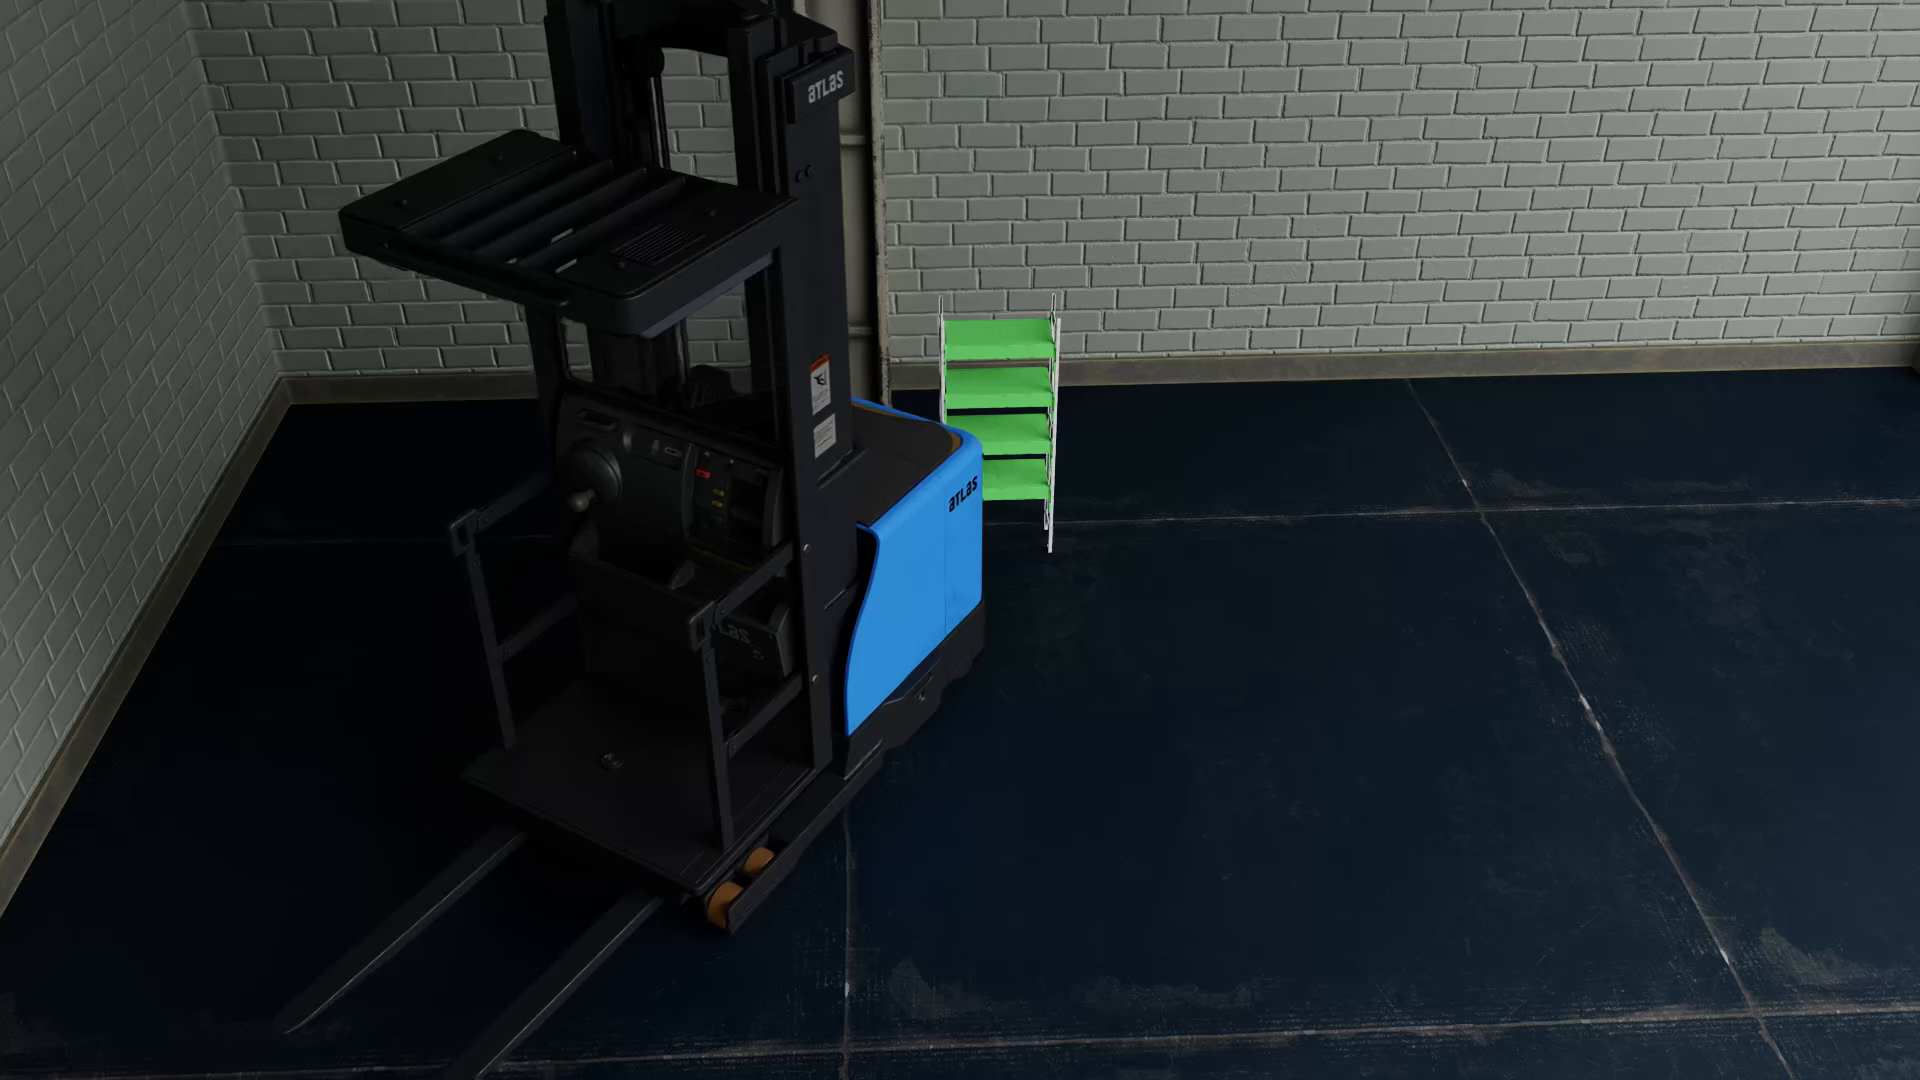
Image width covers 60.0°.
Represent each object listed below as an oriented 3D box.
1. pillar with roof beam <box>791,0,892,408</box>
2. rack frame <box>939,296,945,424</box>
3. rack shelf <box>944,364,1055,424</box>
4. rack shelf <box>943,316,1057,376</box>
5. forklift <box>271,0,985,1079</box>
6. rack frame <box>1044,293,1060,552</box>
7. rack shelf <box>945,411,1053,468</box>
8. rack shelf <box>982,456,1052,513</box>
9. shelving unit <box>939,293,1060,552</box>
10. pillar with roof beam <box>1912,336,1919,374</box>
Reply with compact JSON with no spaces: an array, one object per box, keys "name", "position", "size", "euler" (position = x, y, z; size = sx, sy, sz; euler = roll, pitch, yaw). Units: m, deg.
[{"name":"pillar with roof beam","position":[-0.360,-1.984,2.709],"size":[0.400,9.000,9.100],"euler":[-2,35,-2]},{"name":"rack frame","position":[-0.078,-0.491,7.406],"size":[0.015,1.200,0.240],"euler":[-2,35,-2]},{"name":"rack shelf","position":[0.165,-0.643,7.315],"size":[0.480,0.148,0.258],"euler":[-2,35,-2]},{"name":"rack shelf","position":[0.165,-0.840,7.178],"size":[0.480,0.148,0.258],"euler":[-2,35,-2]},{"name":"forklift","position":[-1.083,-0.150,5.391],"size":[1.130,2.935,3.031],"euler":[19,39,25]},{"name":"rack frame","position":[0.409,-0.504,7.425],"size":[0.015,1.200,0.240],"euler":[-2,35,-2]},{"name":"rack shelf","position":[0.165,-0.445,7.451],"size":[0.480,0.148,0.258],"euler":[-2,35,-2]},{"name":"rack shelf","position":[0.165,-0.248,7.588],"size":[0.480,0.148,0.258],"euler":[-2,35,-2]},{"name":"shelving unit","position":[0.165,-0.498,7.415],"size":[0.503,1.200,0.258],"euler":[-2,35,-2]},{"name":"pillar with roof beam","position":[5.633,-2.145,2.942],"size":[0.400,9.000,9.100],"euler":[-2,35,-2]}]
